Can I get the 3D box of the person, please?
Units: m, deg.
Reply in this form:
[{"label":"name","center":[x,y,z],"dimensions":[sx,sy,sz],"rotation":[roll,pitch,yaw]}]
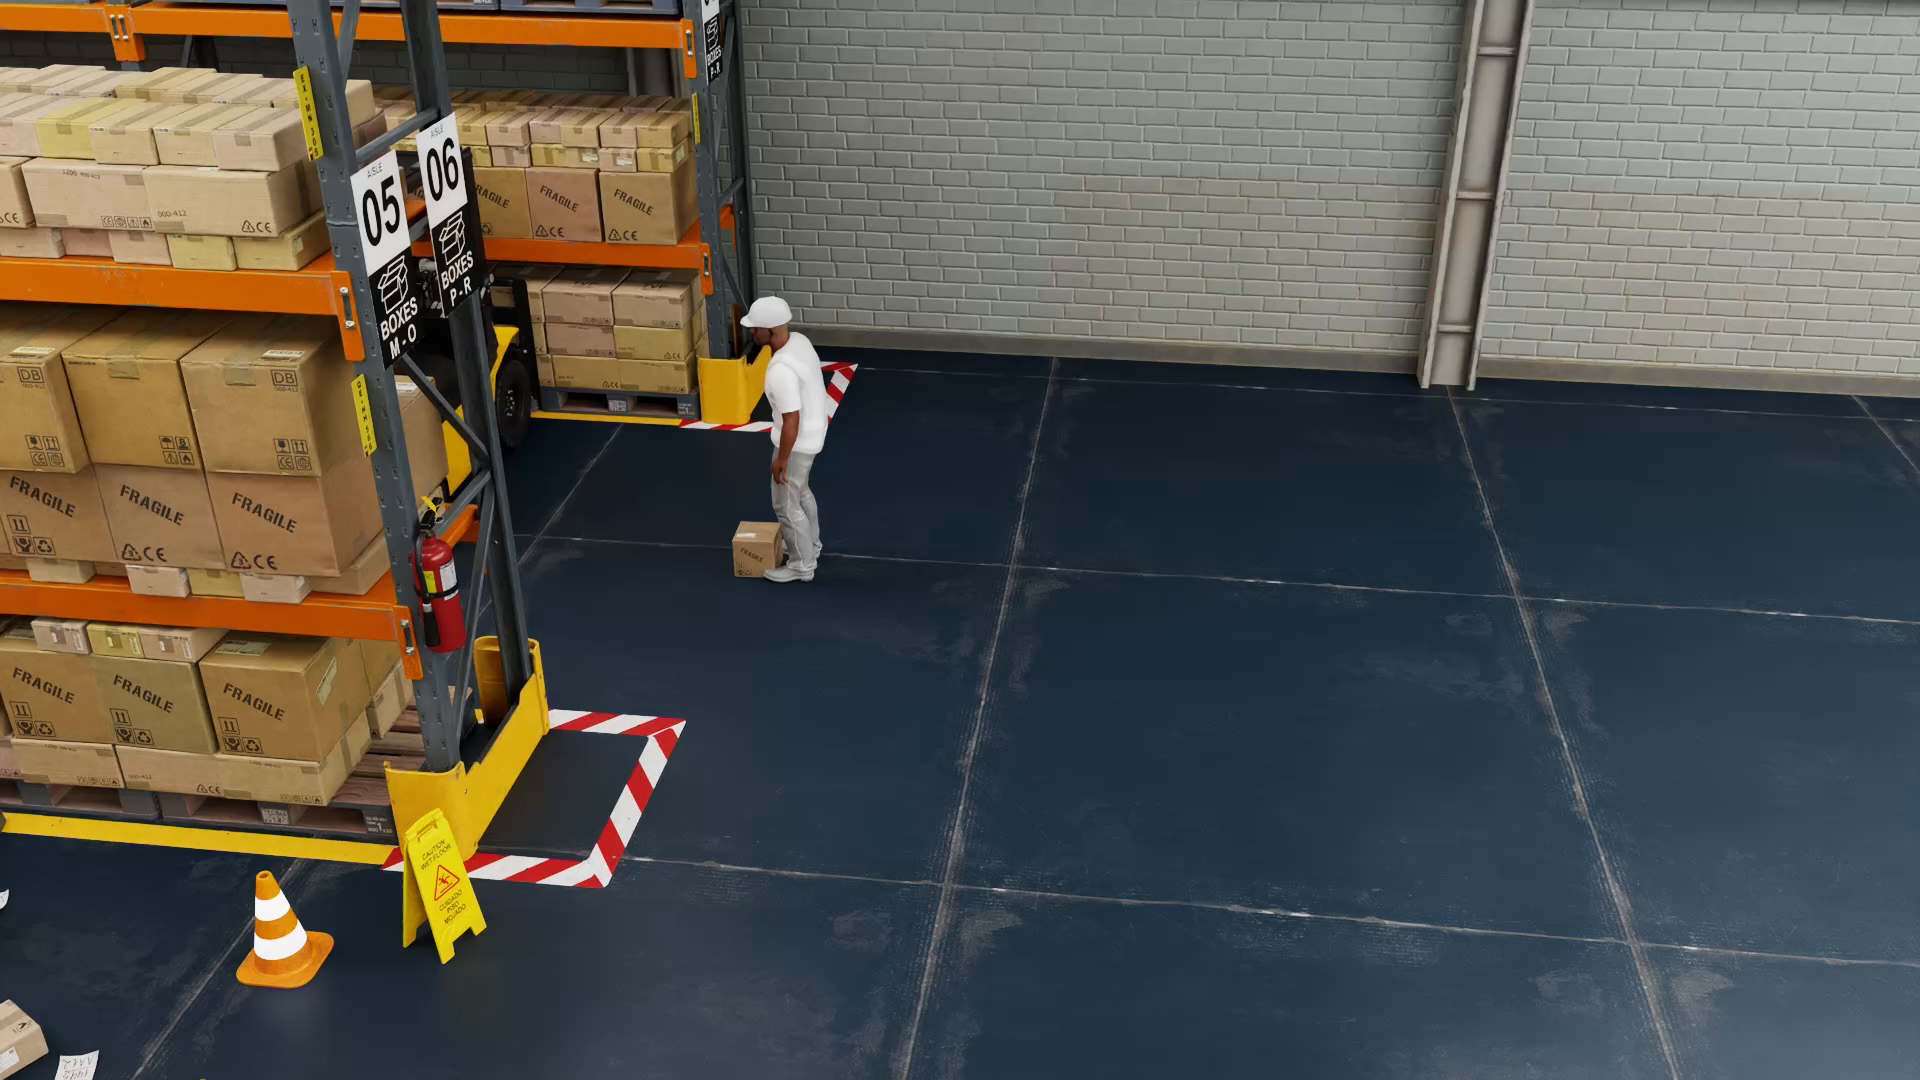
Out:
[{"label":"person","center":[-1.002,-0.593,9.710],"dimensions":[0.462,1.759,0.633],"rotation":[2,28,3]}]
